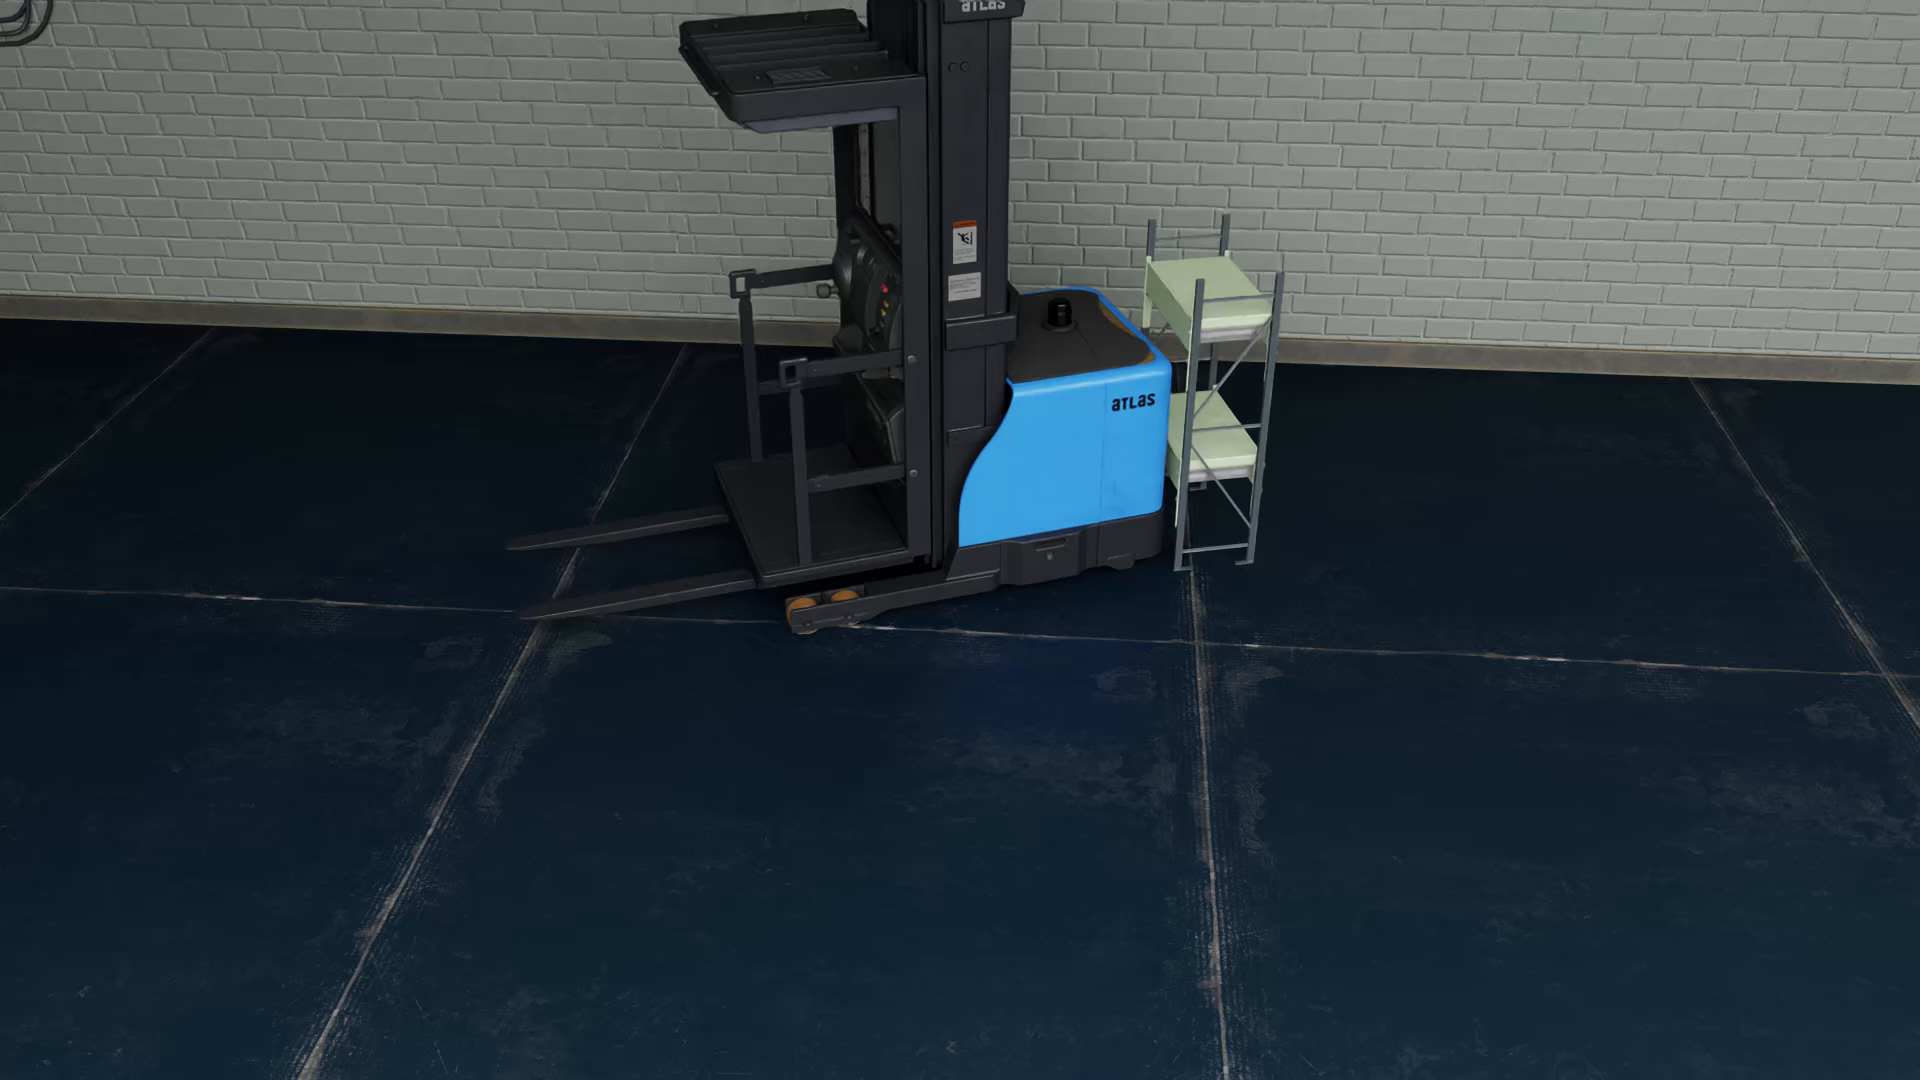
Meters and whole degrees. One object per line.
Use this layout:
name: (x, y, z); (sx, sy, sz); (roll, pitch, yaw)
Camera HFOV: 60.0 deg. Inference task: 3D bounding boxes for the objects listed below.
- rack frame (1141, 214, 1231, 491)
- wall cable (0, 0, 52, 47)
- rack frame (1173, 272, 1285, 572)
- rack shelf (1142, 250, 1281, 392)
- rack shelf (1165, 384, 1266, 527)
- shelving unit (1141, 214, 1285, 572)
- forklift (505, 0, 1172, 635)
rack frame: (1.087, -0.889, 8.263); (0.400, 1.500, 0.023); (-6, 32, -9)
wall cable: (-6.660, -3.926, 9.003); (3.097, 2.526, 0.112); (2, 32, 4)
rack frame: (1.225, -0.512, 7.651); (0.400, 1.500, 0.023); (-6, 32, -9)
rack shelf: (1.156, -1.033, 7.752); (0.431, 0.370, 0.720); (-6, 32, -9)
rack shelf: (1.156, -0.423, 8.128); (0.431, 0.370, 0.720); (-6, 32, -9)
shelving unit: (1.156, -0.700, 7.957); (0.431, 1.500, 0.755); (-6, 32, -9)
forklift: (-0.595, -1.129, 7.289); (3.031, 2.935, 1.130); (-10, 33, -16)
